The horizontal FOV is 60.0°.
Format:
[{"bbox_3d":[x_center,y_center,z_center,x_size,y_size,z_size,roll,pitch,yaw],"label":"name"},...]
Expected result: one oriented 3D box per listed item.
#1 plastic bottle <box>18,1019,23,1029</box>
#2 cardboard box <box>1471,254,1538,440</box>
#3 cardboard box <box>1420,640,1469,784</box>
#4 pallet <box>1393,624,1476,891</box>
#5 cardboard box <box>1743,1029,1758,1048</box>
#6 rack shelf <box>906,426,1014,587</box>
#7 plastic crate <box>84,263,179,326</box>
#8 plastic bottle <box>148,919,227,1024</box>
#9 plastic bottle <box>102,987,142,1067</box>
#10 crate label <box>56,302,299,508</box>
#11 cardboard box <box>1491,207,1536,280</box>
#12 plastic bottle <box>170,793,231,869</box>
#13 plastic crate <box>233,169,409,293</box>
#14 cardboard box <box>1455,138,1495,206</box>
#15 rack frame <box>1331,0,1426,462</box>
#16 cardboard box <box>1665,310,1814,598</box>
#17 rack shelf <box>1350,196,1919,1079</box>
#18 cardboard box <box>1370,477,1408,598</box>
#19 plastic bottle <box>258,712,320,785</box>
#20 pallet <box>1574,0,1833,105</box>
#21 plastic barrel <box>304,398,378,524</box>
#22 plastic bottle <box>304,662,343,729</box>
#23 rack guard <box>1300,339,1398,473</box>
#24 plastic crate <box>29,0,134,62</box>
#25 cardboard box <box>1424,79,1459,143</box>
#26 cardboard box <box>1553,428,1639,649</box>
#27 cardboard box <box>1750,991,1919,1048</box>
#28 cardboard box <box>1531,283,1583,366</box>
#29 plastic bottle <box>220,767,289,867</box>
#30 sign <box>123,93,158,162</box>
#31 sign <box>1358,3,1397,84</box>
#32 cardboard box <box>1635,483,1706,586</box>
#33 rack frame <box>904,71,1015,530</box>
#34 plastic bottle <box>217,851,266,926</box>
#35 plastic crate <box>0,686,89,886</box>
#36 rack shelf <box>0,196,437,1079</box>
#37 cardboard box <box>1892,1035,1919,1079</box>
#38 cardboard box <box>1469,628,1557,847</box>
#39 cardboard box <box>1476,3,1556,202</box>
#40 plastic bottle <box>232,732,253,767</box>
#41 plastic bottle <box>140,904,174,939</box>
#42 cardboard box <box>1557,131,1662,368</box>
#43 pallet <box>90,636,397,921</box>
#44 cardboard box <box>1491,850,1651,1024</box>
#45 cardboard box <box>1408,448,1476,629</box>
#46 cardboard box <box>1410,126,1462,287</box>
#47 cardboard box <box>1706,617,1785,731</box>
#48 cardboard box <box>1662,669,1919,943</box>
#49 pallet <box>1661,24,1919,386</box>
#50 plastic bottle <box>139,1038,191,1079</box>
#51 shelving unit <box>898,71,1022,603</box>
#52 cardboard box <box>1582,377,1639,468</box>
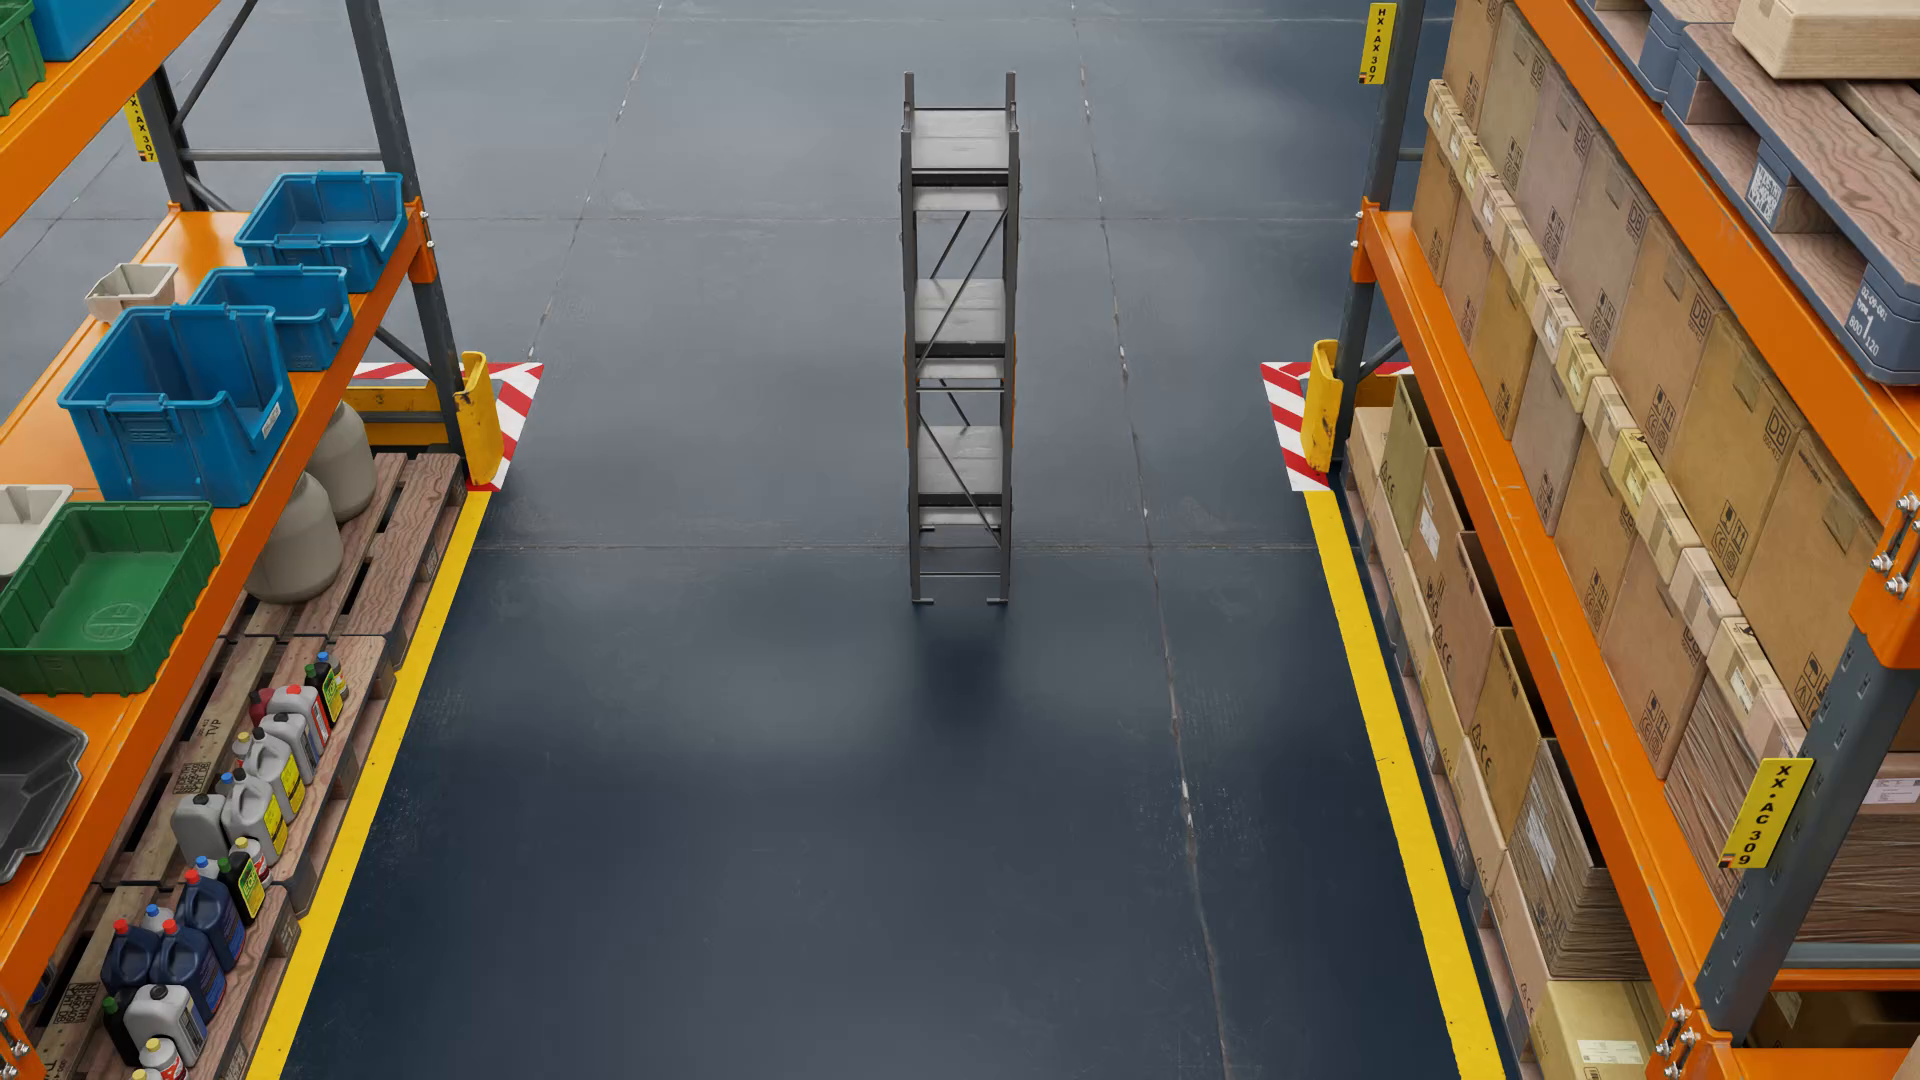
[{"bbox_3d":[-2.901,1.389,4.885,0.144,0.351,0.185,0,39,0],"label":"plastic bottle"},{"bbox_3d":[2.180,-0.681,5.621,0.700,0.500,0.500,0,39,0],"label":"cardboard box"},{"bbox_3d":[1.970,0.610,5.954,0.500,0.250,0.500,0,39,0],"label":"cardboard box"},{"bbox_3d":[2.233,0.754,6.140,1.003,0.211,1.213,0,39,0],"label":"pallet"},{"bbox_3d":[2.499,1.547,4.784,0.500,0.250,0.500,0,39,0],"label":"cardboard box"},{"bbox_3d":[0.000,-0.159,6.910,0.431,0.518,0.480,0,39,0],"label":"rack shelf"},{"bbox_3d":[-3.082,-0.909,6.197,0.298,0.136,0.250,0,39,0],"label":"plastic crate"},{"bbox_3d":[-2.343,1.286,5.012,0.144,0.351,0.185,1,39,1],"label":"plastic bottle"},{"bbox_3d":[-2.453,1.417,4.904,0.061,0.283,0.133,0,39,0],"label":"plastic bottle"},{"bbox_3d":[-2.489,-0.435,5.366,0.502,0.435,0.616,0,39,0],"label":"crate label"},{"bbox_3d":[1.980,-0.974,5.468,0.380,0.149,0.250,-1,39,-2],"label":"cardboard box"},{"bbox_3d":[-2.491,0.948,5.495,0.152,0.276,0.135,0,39,0],"label":"plastic bottle"},{"bbox_3d":[-2.461,-1.201,6.469,0.499,0.251,0.616,0,39,0],"label":"plastic crate"},{"bbox_3d":[1.979,-1.299,5.873,0.380,0.149,0.250,0,39,0],"label":"cardboard box"},{"bbox_3d":[2.192,-1.573,6.814,1.000,3.000,0.127,0,39,0],"label":"rack frame"},{"bbox_3d":[2.188,-0.210,3.997,0.700,0.500,0.500,0,39,0],"label":"cardboard box"},{"bbox_3d":[2.194,-0.042,5.479,1.077,0.370,4.000,0,39,0],"label":"rack shelf"},{"bbox_3d":[1.975,-0.016,6.734,0.500,0.250,0.500,0,39,0],"label":"cardboard box"},{"bbox_3d":[-2.348,0.712,5.789,0.152,0.276,0.135,-1,39,-1],"label":"plastic bottle"},{"bbox_3d":[2.171,-1.502,4.398,1.003,0.211,1.213,0,39,0],"label":"pallet"},{"bbox_3d":[-2.684,-0.353,6.946,0.421,0.512,0.421,0,39,0],"label":"plastic barrel"},{"bbox_3d":[-2.302,0.538,6.001,0.061,0.283,0.133,1,39,1],"label":"plastic bottle"},{"bbox_3d":[2.192,-0.613,7.615,1.175,0.500,0.348,0,39,0],"label":"rack guard"},{"bbox_3d":[-2.458,-1.544,4.392,0.392,0.384,0.575,0,39,0],"label":"plastic crate"},{"bbox_3d":[1.977,-1.620,6.274,0.380,0.149,0.250,0,39,0],"label":"cardboard box"},{"bbox_3d":[2.186,-0.032,4.811,0.700,0.500,0.500,1,39,1],"label":"cardboard box"},{"bbox_3d":[2.509,1.255,4.549,0.500,0.500,0.500,0,39,0],"label":"cardboard box"},{"bbox_3d":[1.978,-0.658,5.074,0.380,0.149,0.250,0,39,0],"label":"cardboard box"},{"bbox_3d":[-2.343,0.903,5.491,0.144,0.351,0.185,0,39,0],"label":"plastic bottle"},{"bbox_3d":[-3.311,-1.682,6.729,0.100,0.325,0.005,0,39,0],"label":"sign"},{"bbox_3d":[1.637,-1.945,6.523,0.100,0.325,0.005,0,39,0],"label":"sign"},{"bbox_3d":[1.980,-0.016,4.273,0.380,0.149,0.250,0,39,0],"label":"cardboard box"},{"bbox_3d":[0.000,-0.868,6.655,0.400,2.100,0.015,0,39,0],"label":"rack frame"},{"bbox_3d":[-2.301,1.091,5.310,0.061,0.283,0.133,2,39,2],"label":"plastic bottle"},{"bbox_3d":[-2.630,0.626,4.119,0.767,0.338,0.504,0,39,0],"label":"plastic crate"},{"bbox_3d":[-2.759,-0.040,5.477,1.077,0.370,4.000,0,39,0],"label":"rack shelf"},{"bbox_3d":[2.241,1.295,3.356,0.500,0.250,0.500,2,39,3],"label":"cardboard box"},{"bbox_3d":[1.984,0.630,5.329,0.500,0.500,0.500,0,39,0],"label":"cardboard box"},{"bbox_3d":[2.186,-1.464,5.561,0.700,0.500,0.500,-1,39,-1],"label":"cardboard box"},{"bbox_3d":[-2.472,0.753,5.798,0.097,0.201,0.097,0,39,0],"label":"plastic bottle"},{"bbox_3d":[-2.464,1.227,5.150,0.097,0.271,0.097,0,39,0],"label":"plastic bottle"},{"bbox_3d":[2.188,-0.836,4.777,0.700,0.500,0.500,0,39,0],"label":"cardboard box"},{"bbox_3d":[-2.720,0.833,6.042,1.003,0.211,1.213,0,39,0],"label":"pallet"},{"bbox_3d":[1.987,1.235,5.173,0.500,0.250,0.500,0,39,0],"label":"cardboard box"},{"bbox_3d":[1.986,0.004,6.109,0.500,0.500,0.500,0,39,0],"label":"cardboard box"},{"bbox_3d":[2.180,-1.320,6.419,0.700,0.500,0.500,0,39,0],"label":"cardboard box"},{"bbox_3d":[1.984,0.312,3.864,0.380,0.149,0.250,-1,39,-1],"label":"cardboard box"},{"bbox_3d":[2.190,0.612,4.008,0.700,0.500,0.500,-1,39,-1],"label":"cardboard box"},{"bbox_3d":[2.170,-0.741,3.448,1.003,0.211,1.213,0,39,0],"label":"pallet"},{"bbox_3d":[-2.319,1.523,4.837,0.097,0.201,0.097,0,39,0],"label":"plastic bottle"},{"bbox_3d":[0.000,-0.716,6.464,0.431,2.100,0.503,0,39,0],"label":"shelving unit"},{"bbox_3d":[1.982,-0.328,4.662,0.380,0.149,0.250,1,39,1],"label":"cardboard box"}]
